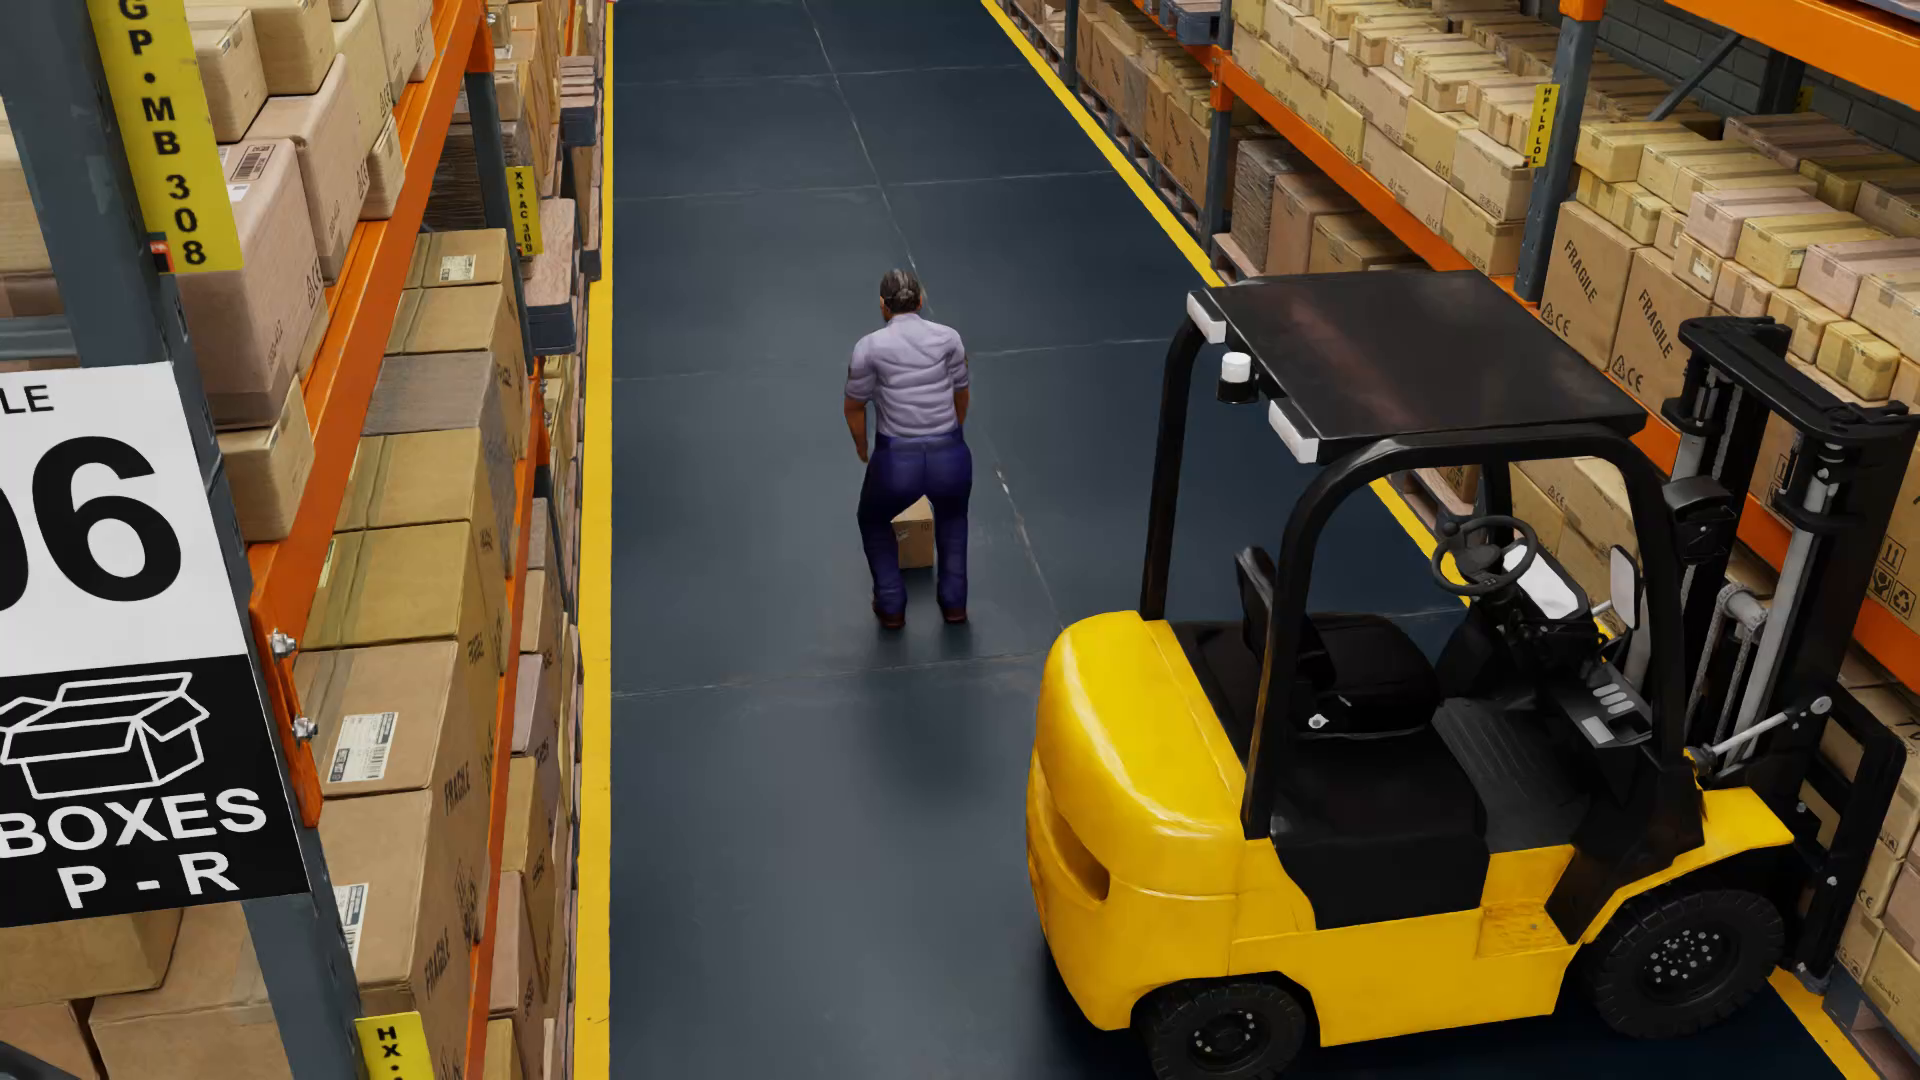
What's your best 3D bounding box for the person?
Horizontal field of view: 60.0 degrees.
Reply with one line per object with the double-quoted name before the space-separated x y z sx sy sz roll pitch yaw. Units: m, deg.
"person" -0.209 -0.337 6.859 0.522 1.511 0.529 -5 31 -8
